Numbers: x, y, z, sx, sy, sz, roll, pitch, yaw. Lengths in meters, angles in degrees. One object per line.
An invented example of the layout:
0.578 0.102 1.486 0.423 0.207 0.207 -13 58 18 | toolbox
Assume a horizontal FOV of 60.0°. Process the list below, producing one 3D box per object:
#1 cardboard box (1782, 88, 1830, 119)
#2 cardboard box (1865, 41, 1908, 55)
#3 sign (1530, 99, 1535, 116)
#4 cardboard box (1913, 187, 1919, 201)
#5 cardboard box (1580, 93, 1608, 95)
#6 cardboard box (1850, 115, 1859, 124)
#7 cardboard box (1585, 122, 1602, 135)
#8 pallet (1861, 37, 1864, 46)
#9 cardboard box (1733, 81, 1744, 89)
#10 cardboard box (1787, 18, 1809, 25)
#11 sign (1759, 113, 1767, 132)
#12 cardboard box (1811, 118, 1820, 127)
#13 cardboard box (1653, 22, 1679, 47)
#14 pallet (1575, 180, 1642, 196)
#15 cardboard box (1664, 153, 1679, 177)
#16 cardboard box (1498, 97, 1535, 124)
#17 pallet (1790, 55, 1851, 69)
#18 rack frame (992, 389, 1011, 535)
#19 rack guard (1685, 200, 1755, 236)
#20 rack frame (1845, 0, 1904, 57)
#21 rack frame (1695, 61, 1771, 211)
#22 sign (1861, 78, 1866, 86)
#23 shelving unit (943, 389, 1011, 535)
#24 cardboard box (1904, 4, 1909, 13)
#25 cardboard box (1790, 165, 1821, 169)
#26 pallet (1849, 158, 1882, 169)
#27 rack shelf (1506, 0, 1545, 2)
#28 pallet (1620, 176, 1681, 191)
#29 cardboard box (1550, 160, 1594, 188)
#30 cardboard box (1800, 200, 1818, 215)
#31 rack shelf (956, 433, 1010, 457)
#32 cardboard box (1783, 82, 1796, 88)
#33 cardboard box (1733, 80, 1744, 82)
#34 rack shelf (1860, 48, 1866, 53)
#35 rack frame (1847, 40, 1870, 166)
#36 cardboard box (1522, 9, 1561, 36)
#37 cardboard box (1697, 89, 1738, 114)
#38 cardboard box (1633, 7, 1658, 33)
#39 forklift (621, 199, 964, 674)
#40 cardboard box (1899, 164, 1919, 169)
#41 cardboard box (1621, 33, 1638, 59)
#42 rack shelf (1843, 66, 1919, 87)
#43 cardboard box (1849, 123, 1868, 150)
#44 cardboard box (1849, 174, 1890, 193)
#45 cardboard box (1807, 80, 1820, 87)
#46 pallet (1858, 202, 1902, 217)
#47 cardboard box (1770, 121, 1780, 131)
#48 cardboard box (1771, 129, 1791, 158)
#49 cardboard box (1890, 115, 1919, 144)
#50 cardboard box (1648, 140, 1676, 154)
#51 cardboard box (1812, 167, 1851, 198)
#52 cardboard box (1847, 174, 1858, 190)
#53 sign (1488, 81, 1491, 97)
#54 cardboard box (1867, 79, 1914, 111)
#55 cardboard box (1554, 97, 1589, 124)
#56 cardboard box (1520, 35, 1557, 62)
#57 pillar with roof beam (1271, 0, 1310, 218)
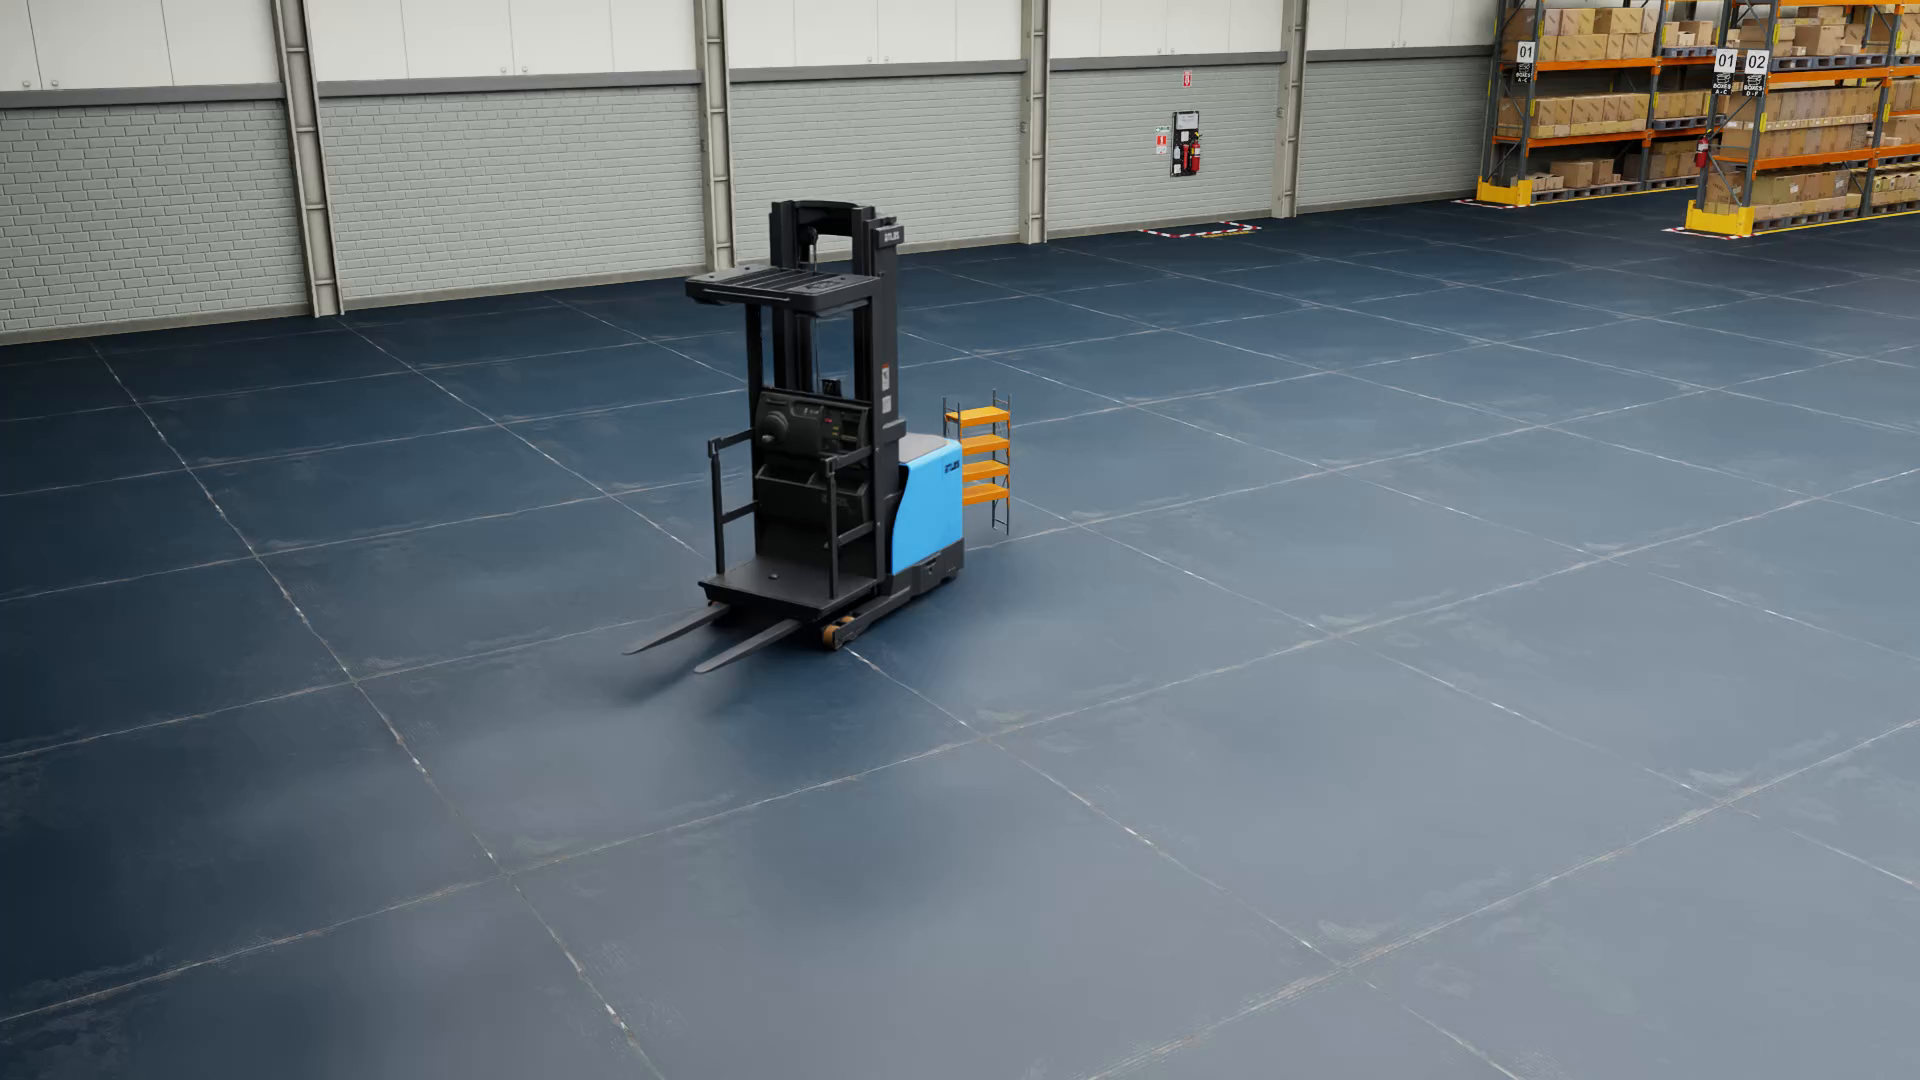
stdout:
15.635 -8.111 30.872 0.500 0.500 0.700 -12 22 -31 | cardboard box
17.779 -9.449 31.907 0.500 0.250 0.500 -9 21 -26 | cardboard box
11.489 -8.679 33.382 0.005 0.325 0.100 -12 22 -31 | sign
19.016 -6.967 33.306 0.500 0.250 0.500 -11 22 -30 | cardboard box
13.590 -9.296 35.589 0.500 0.500 0.500 -12 22 -32 | cardboard box
16.725 -7.954 31.420 0.250 0.149 0.380 -13 22 -33 | cardboard box
13.051 -8.626 34.778 0.500 0.250 0.500 -12 22 -31 | cardboard box
21.902 -12.048 40.154 1.213 0.211 1.003 -12 22 -31 | pallet
17.601 -10.318 37.724 0.250 0.149 0.380 -16 24 -38 | cardboard box
19.129 -11.802 38.445 0.500 0.500 0.700 -11 21 -29 | cardboard box
14.219 -7.388 29.439 0.005 0.325 0.100 -12 22 -31 | sign
15.649 -7.727 30.747 0.250 0.149 0.380 -12 22 -31 | cardboard box
15.032 -10.861 35.692 0.500 0.500 0.500 -9 20 -24 | cardboard box
13.990 -7.670 36.103 1.213 0.211 1.003 -12 22 -31 | pallet
15.541 -8.382 37.070 0.500 0.500 0.700 -12 22 -32 | cardboard box
11.468 -8.848 34.265 0.500 0.500 0.500 -12 22 -32 | cardboard box
15.543 -8.803 30.554 1.213 0.211 1.003 -12 22 -31 | pallet
0.342 -0.641 13.766 0.015 1.200 0.240 -12 22 -31 | rack frame
13.898 -5.902 30.421 0.348 0.500 1.175 -12 22 -31 | rack guard
17.259 -10.637 31.156 0.127 3.000 1.000 -12 22 -31 | rack frame
13.918 -7.090 30.033 0.127 3.000 1.000 -12 22 -31 | rack frame
21.520 -10.896 39.605 0.005 0.325 0.100 -12 22 -31 | sign
0.138 -0.598 13.639 0.503 1.200 0.258 -12 22 -31 | shelving unit
22.388 -12.622 39.965 0.500 0.500 0.500 -12 22 -33 | cardboard box
16.286 -6.958 32.109 0.500 0.500 0.500 -12 22 -31 | cardboard box
21.891 -9.320 40.983 1.213 0.211 1.003 -12 22 -31 | pallet
12.861 -11.266 34.147 4.000 0.370 1.077 -12 22 -31 | rack shelf
15.181 -7.935 36.888 1.213 0.211 1.003 -12 22 -31 | pallet
12.935 -7.753 35.209 0.500 0.500 0.700 -14 23 -35 | cardboard box
15.742 -6.285 31.290 0.500 0.250 0.500 -12 22 -31 | cardboard box
0.138 -0.746 13.589 0.480 0.148 0.258 -12 22 -31 | rack shelf
18.842 -10.482 38.245 0.500 0.250 0.500 -12 22 -32 | cardboard box
18.108 -10.526 38.373 0.500 0.250 0.500 -11 22 -30 | cardboard box
19.543 -11.256 38.795 4.000 0.370 1.077 -12 22 -31 | rack shelf
21.213 -10.528 40.202 0.127 3.000 1.000 -12 22 -31 | rack frame
11.646 -10.369 33.299 0.500 0.500 0.500 -14 23 -35 | cardboard box
17.033 -9.888 37.466 0.500 0.500 0.700 -14 23 -36 | cardboard box
14.262 -10.910 34.899 0.500 0.500 0.500 -14 23 -36 | cardboard box
-1.156 -0.803 11.542 1.130 2.935 3.031 11 21 29 | forklift
19.567 -7.553 34.163 0.500 0.311 0.500 -13 22 -33 | cardboard box
13.816 -10.356 34.823 0.500 0.500 0.500 -14 23 -36 | cardboard box
18.929 -9.227 32.794 4.000 0.370 1.077 -12 22 -31 | rack shelf
16.892 -7.762 31.865 0.500 0.500 0.700 -13 22 -33 | cardboard box
17.741 -6.963 32.418 0.500 0.311 0.500 -12 22 -31 | cardboard box
19.680 -10.663 38.779 0.500 0.250 0.500 -12 22 -33 | cardboard box
17.853 -6.614 32.978 1.213 0.211 1.003 -12 22 -31 | pallet
14.584 -7.503 30.087 0.250 0.149 0.380 -13 22 -33 | cardboard box
14.751 -7.310 30.527 0.500 0.500 0.700 -11 22 -30 | cardboard box
18.768 -8.154 33.024 0.500 0.500 0.500 -12 22 -31 | cardboard box
15.503 -8.711 36.873 0.500 0.250 0.500 -12 22 -33 | cardboard box
16.568 -6.821 31.704 0.500 0.500 0.500 -12 22 -31 | cardboard box
17.440 -7.105 32.838 0.500 0.311 0.500 -12 22 -31 | cardboard box
10.902 -9.265 34.164 0.005 0.325 0.100 -12 22 -31 | sign
22.890 -11.019 41.187 0.700 0.700 0.980 -13 23 -34 | cardboard box
12.608 -8.885 34.376 0.500 0.500 0.500 -13 22 -33 | cardboard box
11.608 -9.884 33.427 0.500 0.500 0.500 -11 22 -30 | cardboard box
8.656 -9.403 27.506 0.400 9.000 9.100 -12 22 -31 | pillar with roof beam
